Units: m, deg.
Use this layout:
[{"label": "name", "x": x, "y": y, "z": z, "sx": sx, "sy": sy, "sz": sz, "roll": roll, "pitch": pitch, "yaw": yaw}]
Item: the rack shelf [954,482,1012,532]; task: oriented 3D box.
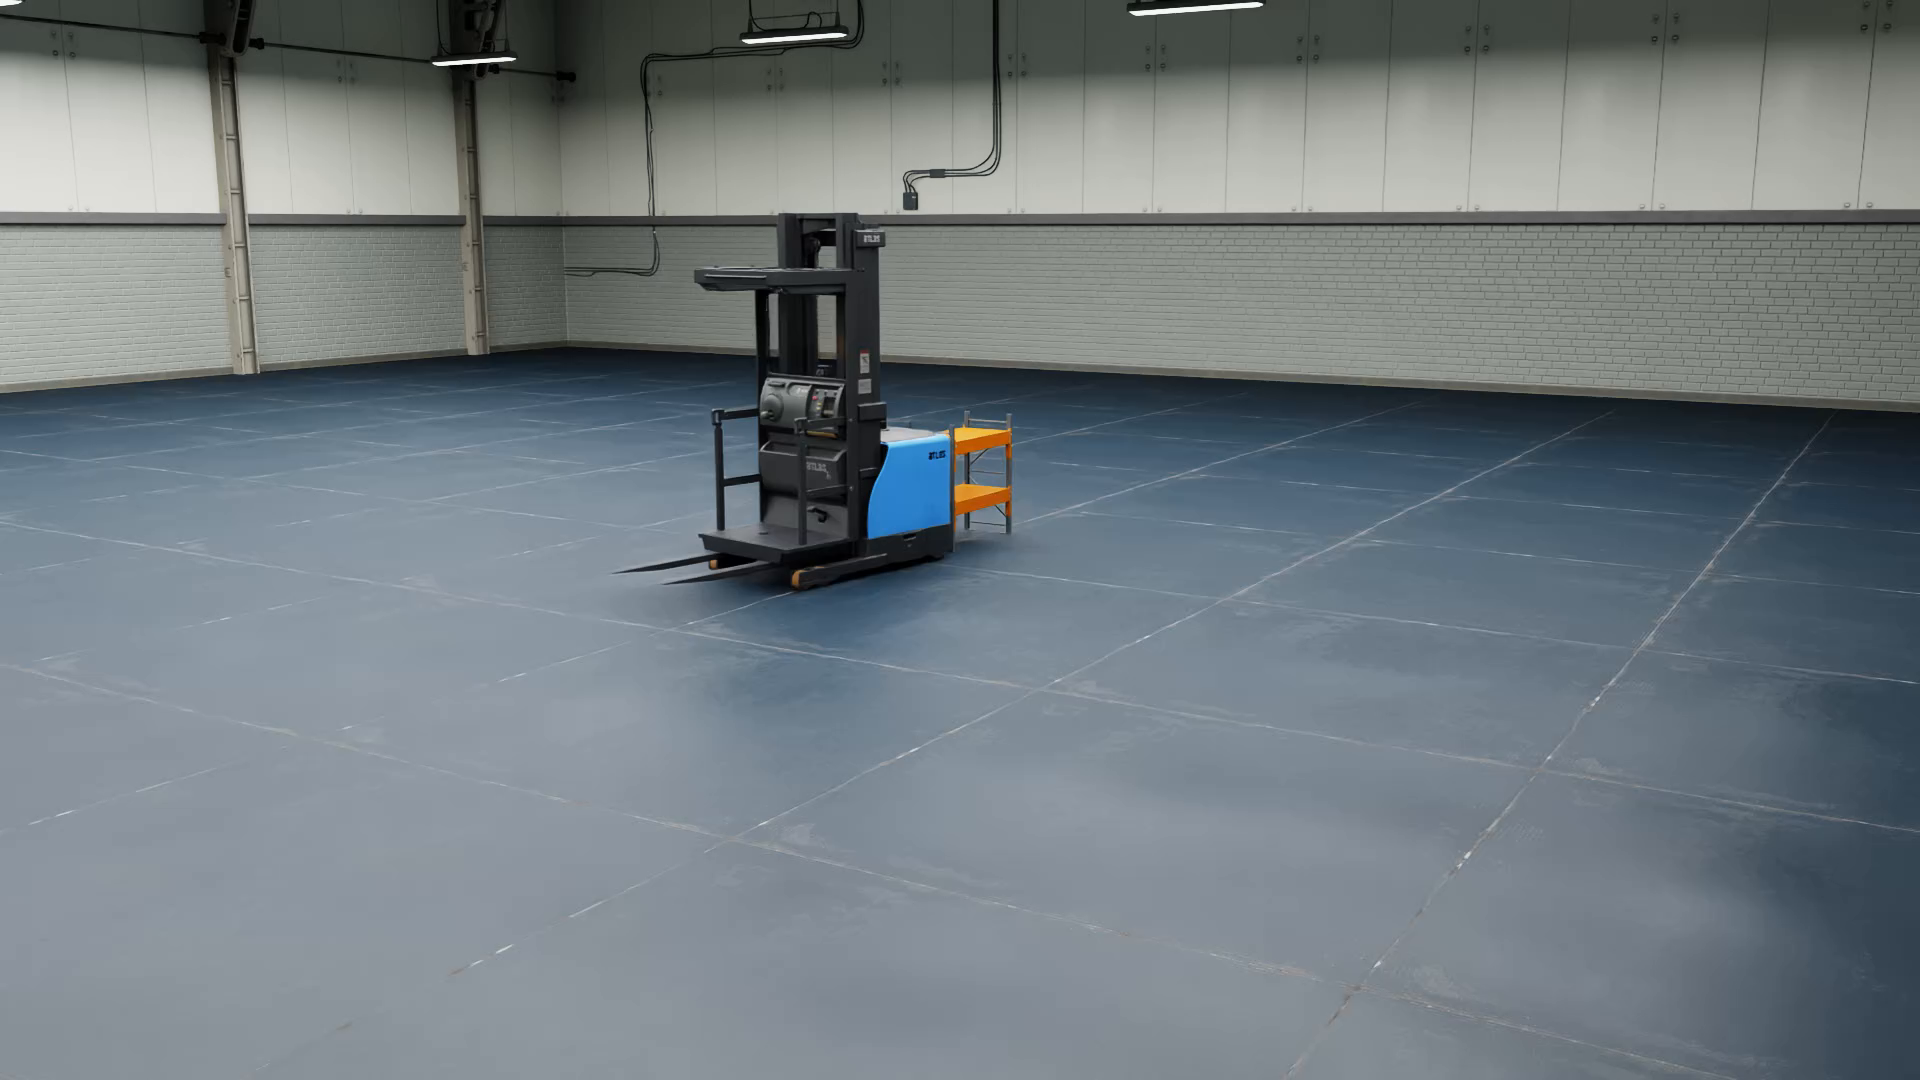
[{"label": "rack shelf", "x": -0.004, "y": -0.311, "z": 15.186, "sx": 0.538, "sy": 0.278, "sz": 1.000, "roll": 6, "pitch": 12, "yaw": 31}]

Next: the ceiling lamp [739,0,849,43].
[{"label": "ceiling lamp", "x": -2.583, "y": -9.751, "z": 27.017, "sx": 2.000, "sy": 3.185, "sz": 0.800, "roll": 6, "pitch": 12, "yaw": 31}]

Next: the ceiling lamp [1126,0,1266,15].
[{"label": "ceiling lamp", "x": 3.451, "y": -9.076, "z": 23.414, "sx": 2.000, "sy": 3.185, "sz": 0.800, "roll": 6, "pitch": 12, "yaw": 31}]

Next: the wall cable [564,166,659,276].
[{"label": "wall cable", "x": -8.292, "y": -7.460, "z": 39.081, "sx": 3.097, "sy": 2.526, "sz": 0.112, "roll": 6, "pitch": 12, "yaw": 31}]

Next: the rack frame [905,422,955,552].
[{"label": "rack frame", "x": -0.267, "y": -0.472, "z": 14.714, "sx": 0.500, "sy": 1.125, "sz": 0.032, "roll": 6, "pitch": 12, "yaw": 31}]

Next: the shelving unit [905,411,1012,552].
[{"label": "shelving unit", "x": -0.004, "y": -0.552, "z": 15.141, "sx": 0.538, "sy": 1.125, "sz": 1.048, "roll": 6, "pitch": 12, "yaw": 31}]

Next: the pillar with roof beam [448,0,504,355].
[{"label": "pillar with roof beam", "x": -7.273, "y": -8.238, "z": 34.799, "sx": 9.100, "sy": 9.000, "sz": 0.548, "roll": 6, "pitch": 12, "yaw": 31}]

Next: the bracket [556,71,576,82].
[{"label": "bracket", "x": -9.203, "y": -10.823, "z": 38.823, "sx": 0.235, "sy": 0.232, "sz": 0.430, "roll": 6, "pitch": 12, "yaw": 31}]

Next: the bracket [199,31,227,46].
[{"label": "bracket", "x": -13.979, "y": -9.376, "z": 31.094, "sx": 0.235, "sy": 0.232, "sz": 0.430, "roll": 6, "pitch": 12, "yaw": 31}]

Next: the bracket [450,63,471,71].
[{"label": "bracket", "x": -10.864, "y": -10.319, "z": 36.134, "sx": 0.235, "sy": 0.232, "sz": 0.430, "roll": 6, "pitch": 12, "yaw": 31}]

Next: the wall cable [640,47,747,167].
[{"label": "wall cable", "x": -5.980, "y": -9.684, "z": 37.236, "sx": 3.097, "sy": 2.526, "sz": 0.112, "roll": 6, "pitch": 12, "yaw": 31}]

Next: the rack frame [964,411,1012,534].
[{"label": "rack frame", "x": 0.260, "y": -0.632, "z": 15.568, "sx": 0.500, "sy": 1.125, "sz": 0.032, "roll": 6, "pitch": 12, "yaw": 31}]

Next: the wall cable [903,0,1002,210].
[{"label": "wall cable", "x": -0.187, "y": -9.748, "z": 33.625, "sx": 2.305, "sy": 6.003, "sz": 0.169, "roll": 6, "pitch": 12, "yaw": 31}]

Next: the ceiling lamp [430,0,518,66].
[{"label": "ceiling lamp", "x": -8.899, "y": -10.457, "z": 30.788, "sx": 2.000, "sy": 3.185, "sz": 0.800, "roll": 6, "pitch": 12, "yaw": 31}]

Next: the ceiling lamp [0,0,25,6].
[{"label": "ceiling lamp", "x": -13.629, "y": -9.024, "z": 23.135, "sx": 2.000, "sy": 3.185, "sz": 0.800, "roll": 6, "pitch": 12, "yaw": 31}]

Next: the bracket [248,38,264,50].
[{"label": "bracket", "x": -13.548, "y": -9.506, "z": 31.791, "sx": 0.235, "sy": 0.232, "sz": 0.430, "roll": 6, "pitch": 12, "yaw": 31}]

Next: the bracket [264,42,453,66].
[{"label": "bracket", "x": -12.202, "y": -9.914, "z": 33.970, "sx": 0.076, "sy": 0.066, "sz": 4.783, "roll": 6, "pitch": 12, "yaw": 31}]

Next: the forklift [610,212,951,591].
[{"label": "forklift", "x": -1.430, "y": -1.146, "z": 13.406, "sx": 1.130, "sy": 2.935, "sz": 3.031, "roll": 9, "pitch": 14, "yaw": 41}]

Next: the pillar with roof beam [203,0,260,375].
[{"label": "pillar with roof beam", "x": -10.388, "y": -7.294, "z": 29.758, "sx": 9.100, "sy": 9.000, "sz": 0.548, "roll": 6, "pitch": 12, "yaw": 31}]

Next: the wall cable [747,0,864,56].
[{"label": "wall cable", "x": -3.335, "y": -11.624, "z": 35.238, "sx": 3.097, "sy": 2.526, "sz": 0.112, "roll": 6, "pitch": 12, "yaw": 31}]

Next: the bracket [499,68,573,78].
[{"label": "bracket", "x": -9.509, "y": -10.730, "z": 38.326, "sx": 0.076, "sy": 0.066, "sz": 3.189, "roll": 6, "pitch": 12, "yaw": 31}]

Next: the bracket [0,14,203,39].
[{"label": "bracket", "x": -15.317, "y": -8.970, "z": 28.930, "sx": 0.076, "sy": 0.066, "sz": 4.783, "roll": 6, "pitch": 12, "yaw": 31}]

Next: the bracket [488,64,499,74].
[{"label": "bracket", "x": -10.433, "y": -10.450, "z": 36.832, "sx": 0.235, "sy": 0.232, "sz": 0.430, "roll": 6, "pitch": 12, "yaw": 31}]

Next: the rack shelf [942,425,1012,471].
[{"label": "rack shelf", "x": -0.004, "y": -0.840, "z": 15.087, "sx": 0.538, "sy": 0.278, "sz": 1.000, "roll": 6, "pitch": 12, "yaw": 31}]
